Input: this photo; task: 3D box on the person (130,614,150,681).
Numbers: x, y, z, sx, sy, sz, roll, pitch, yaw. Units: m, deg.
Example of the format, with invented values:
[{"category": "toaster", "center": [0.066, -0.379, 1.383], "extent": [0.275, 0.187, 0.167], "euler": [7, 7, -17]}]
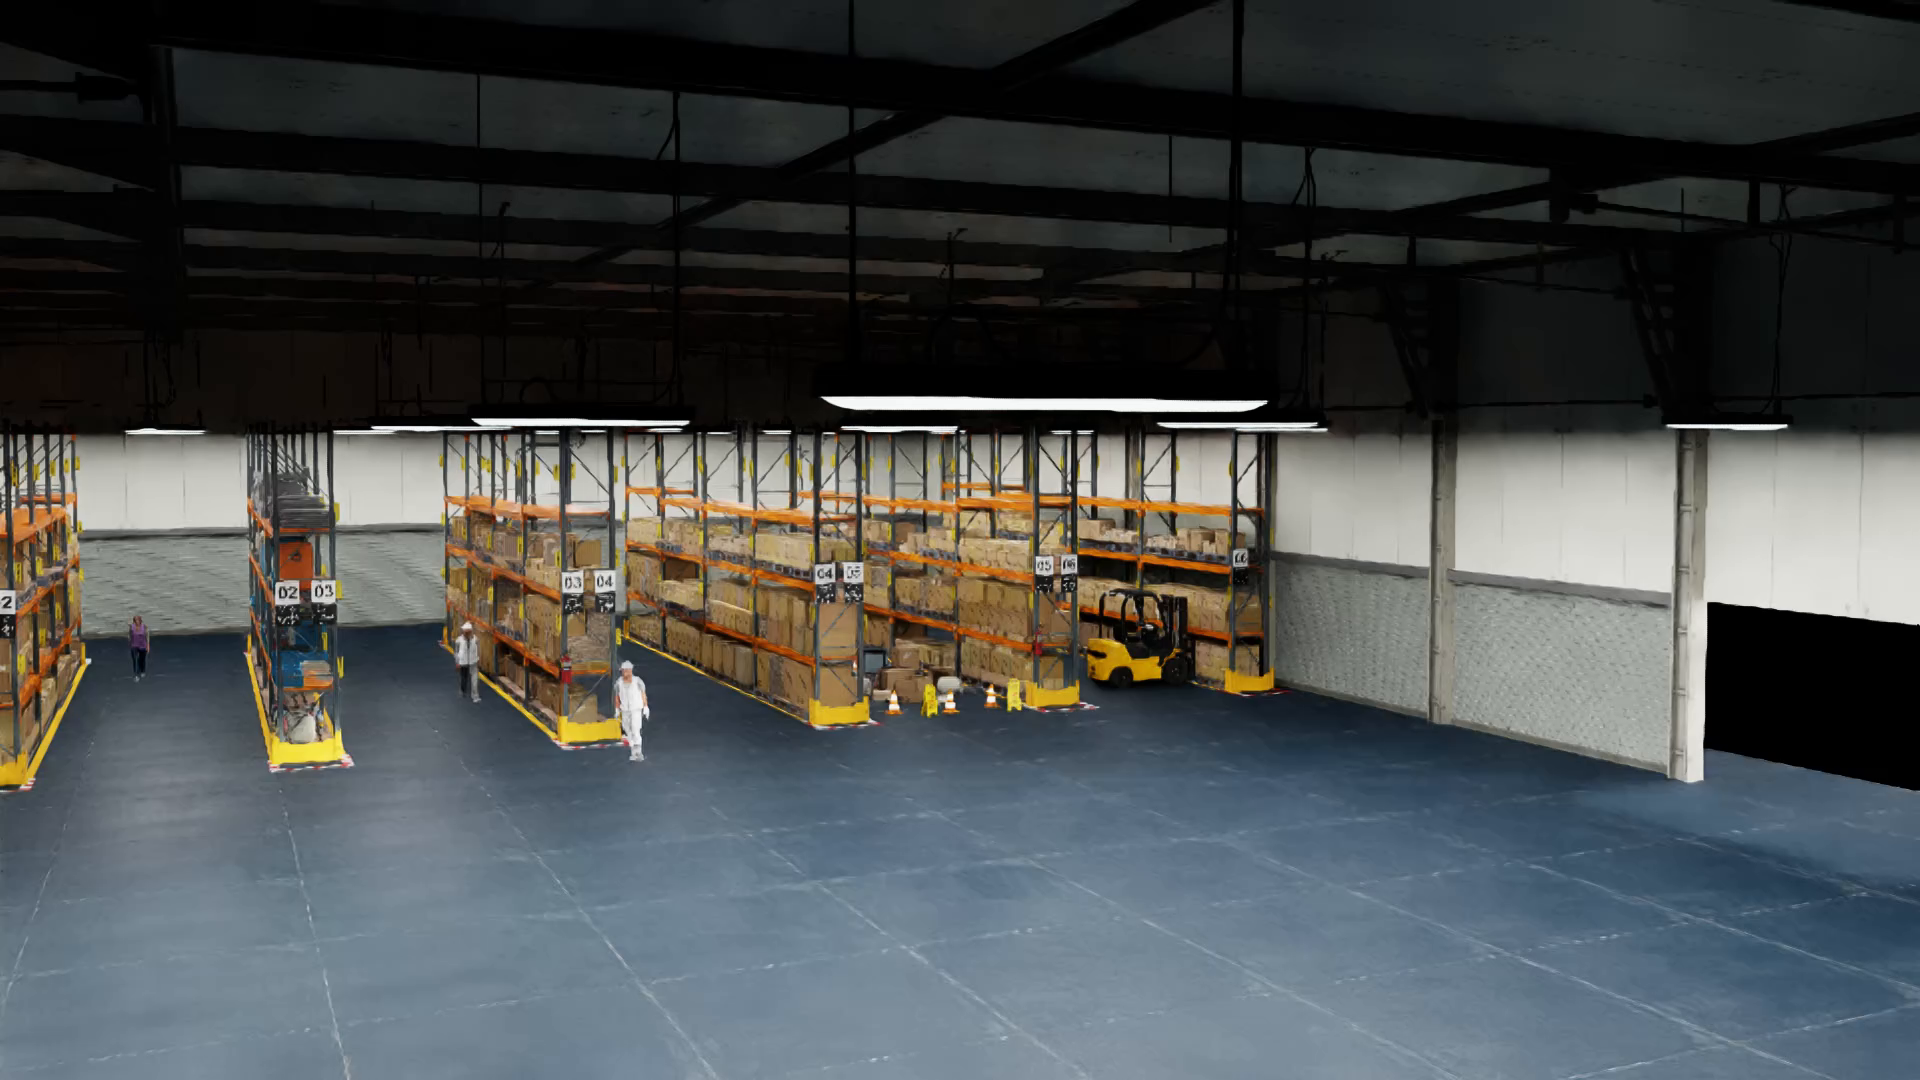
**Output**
[{"category": "person", "center": [-19.272, 2.502, 39.085], "extent": [0.432, 1.537, 0.948], "euler": [-2, 4, -26]}]

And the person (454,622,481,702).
[{"category": "person", "center": [-10.646, 2.617, 35.922], "extent": [0.543, 1.700, 1.111], "euler": [-1, 4, -22]}]

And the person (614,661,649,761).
[{"category": "person", "center": [-5.777, 2.993, 29.198], "extent": [0.581, 1.767, 0.522], "euler": [1, 4, 9]}]
